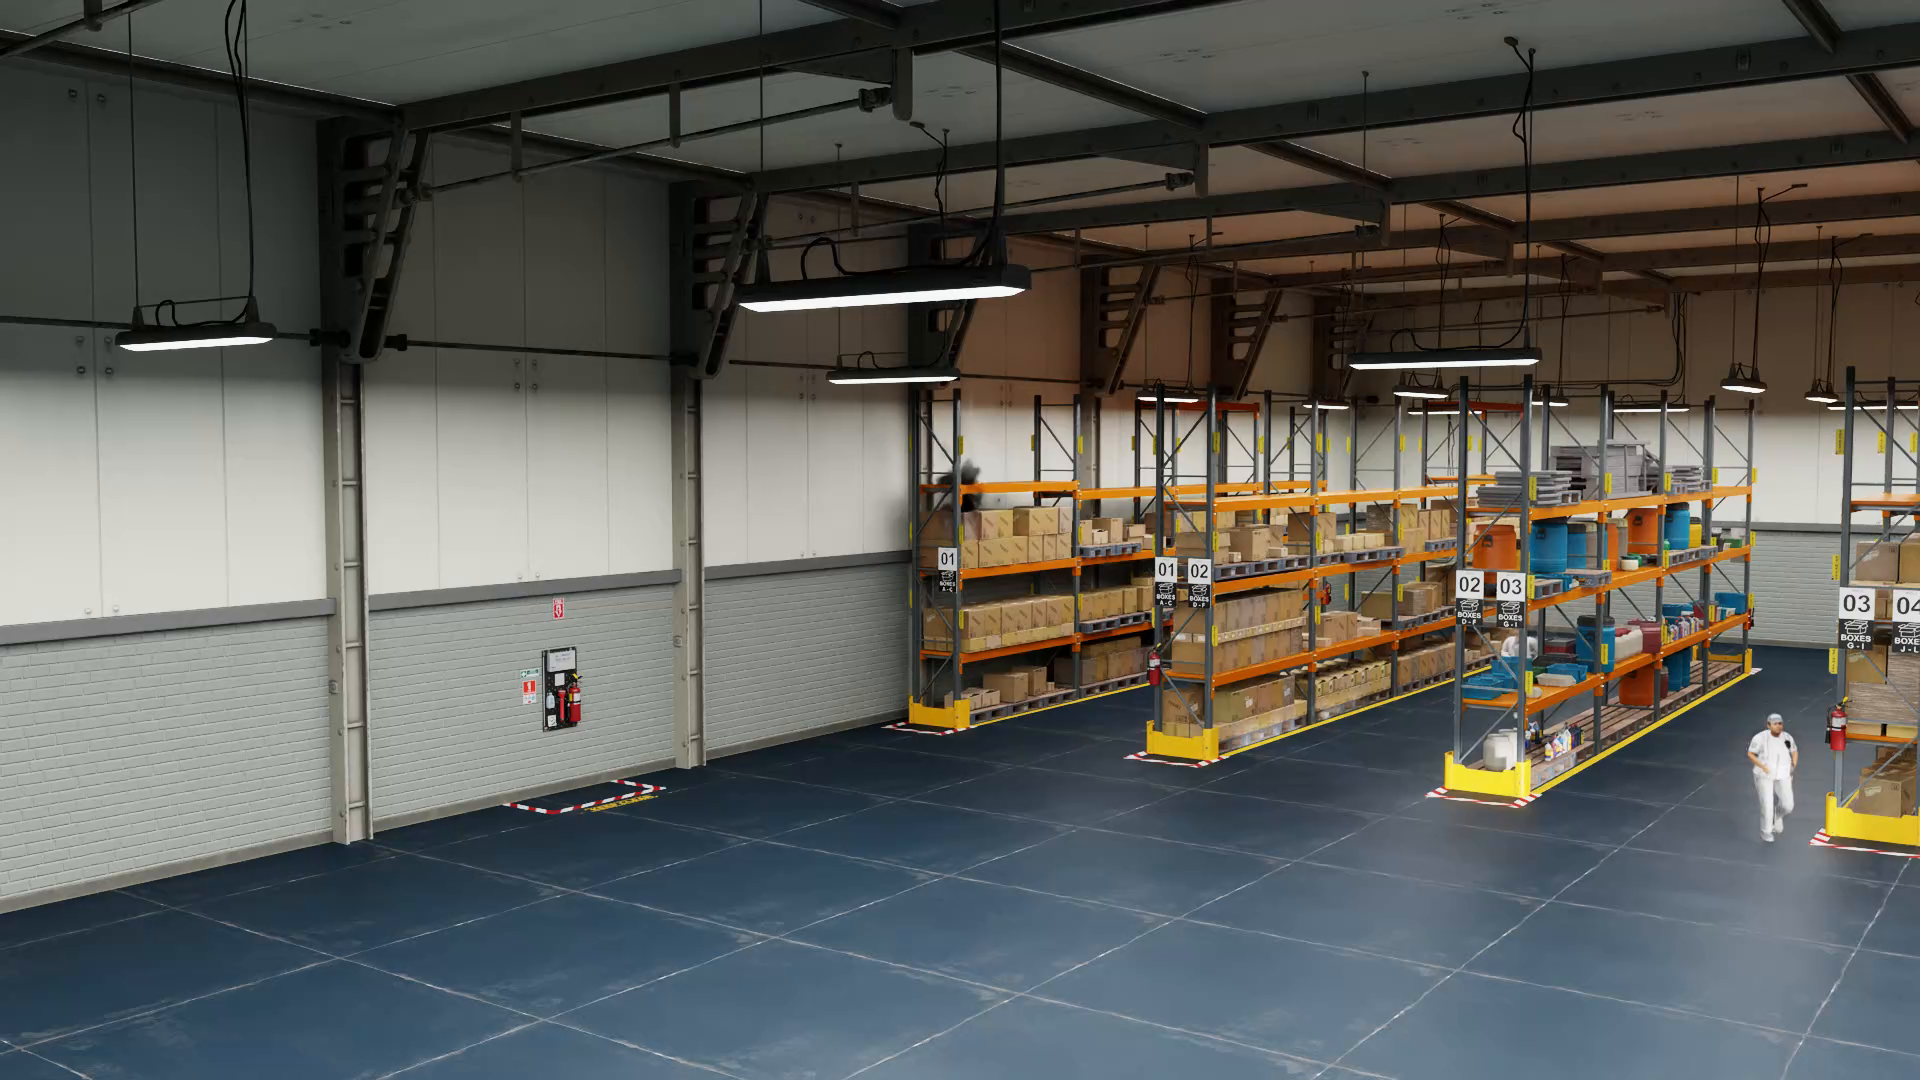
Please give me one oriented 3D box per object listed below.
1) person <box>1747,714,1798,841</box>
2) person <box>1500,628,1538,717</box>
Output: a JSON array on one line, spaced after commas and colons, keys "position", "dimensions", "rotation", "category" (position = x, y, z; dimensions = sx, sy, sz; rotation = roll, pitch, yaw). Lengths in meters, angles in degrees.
[{"position": [10.299, 3.001, 21.015], "dimensions": [0.627, 1.621, 0.530], "rotation": [1, 3, 9], "category": "person"}, {"position": [10.195, 2.390, 30.369], "dimensions": [0.688, 1.743, 0.686], "rotation": [3, 4, 40], "category": "person"}]
